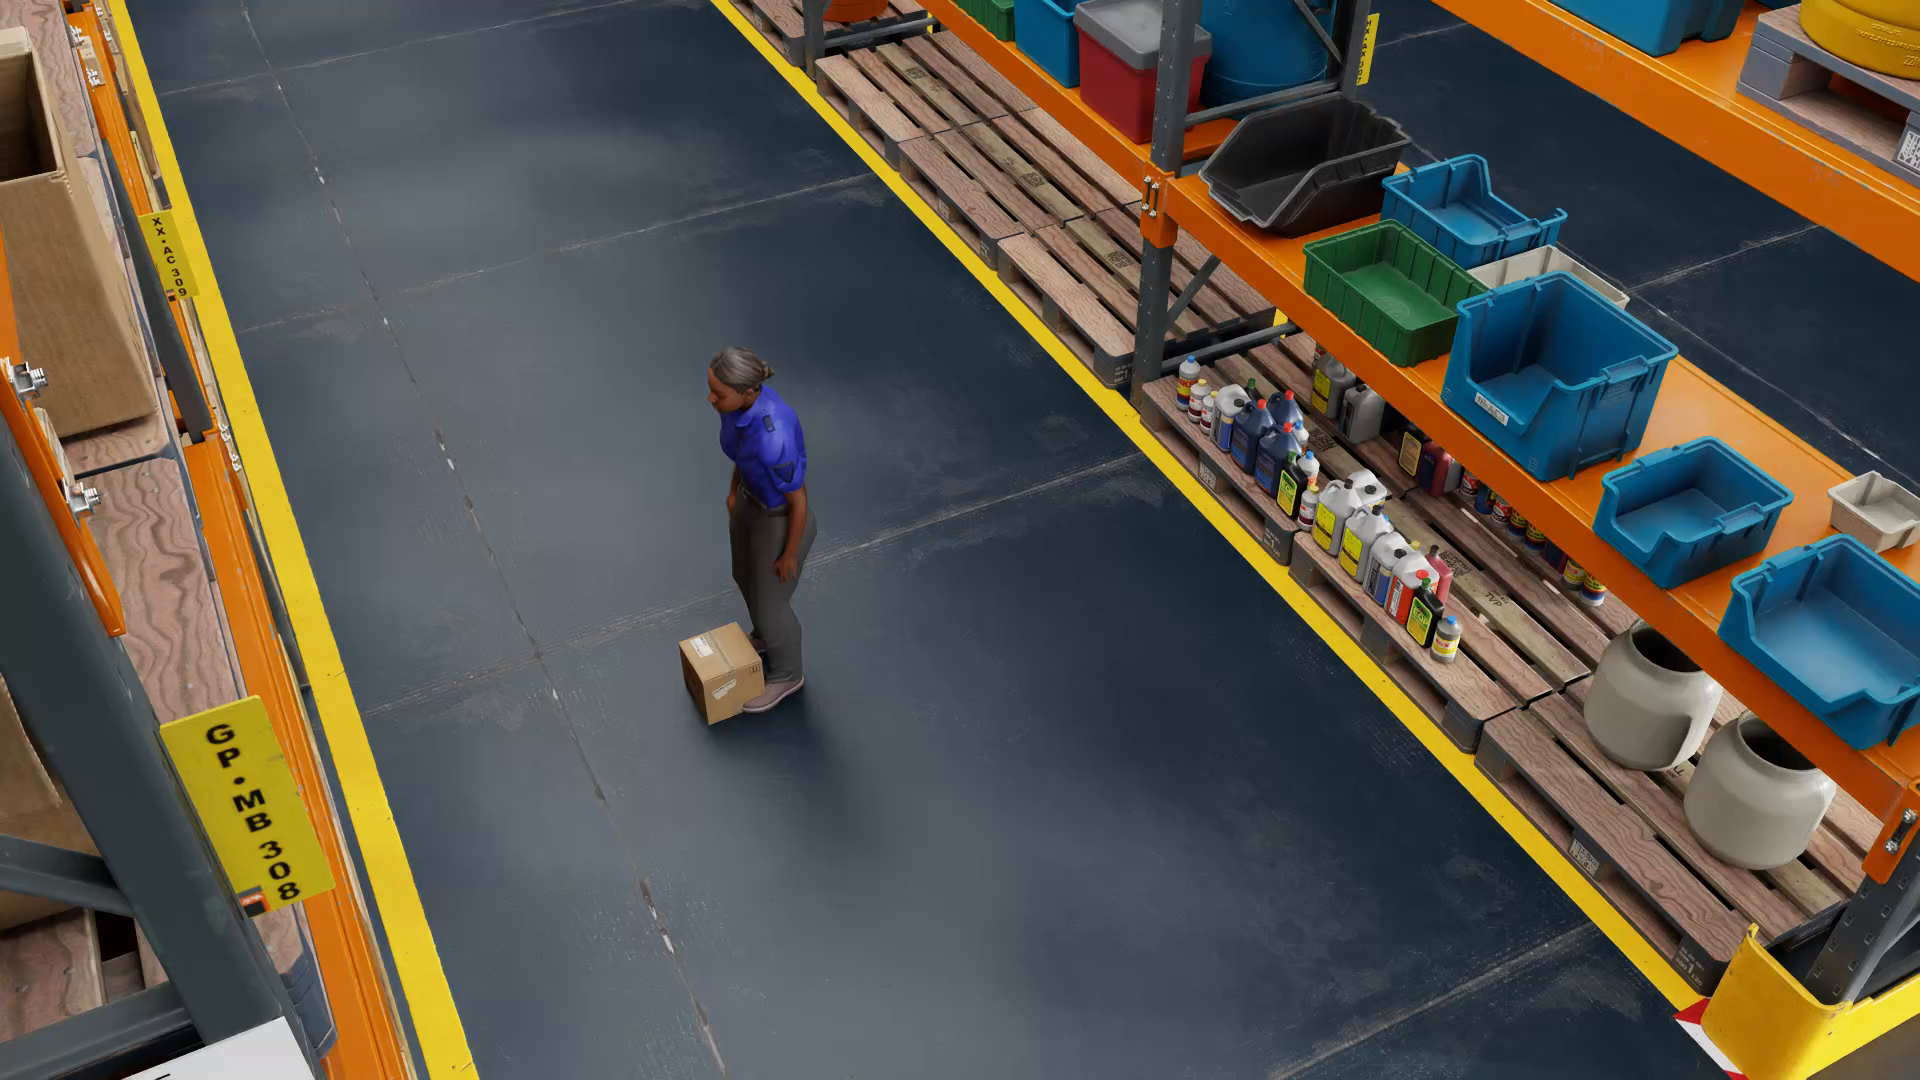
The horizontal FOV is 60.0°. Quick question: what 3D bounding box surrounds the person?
[{"bbox_3d":[-0.762,-0.064,6.236,0.402,1.653,0.523,-22,46,-23],"label":"person"}]
